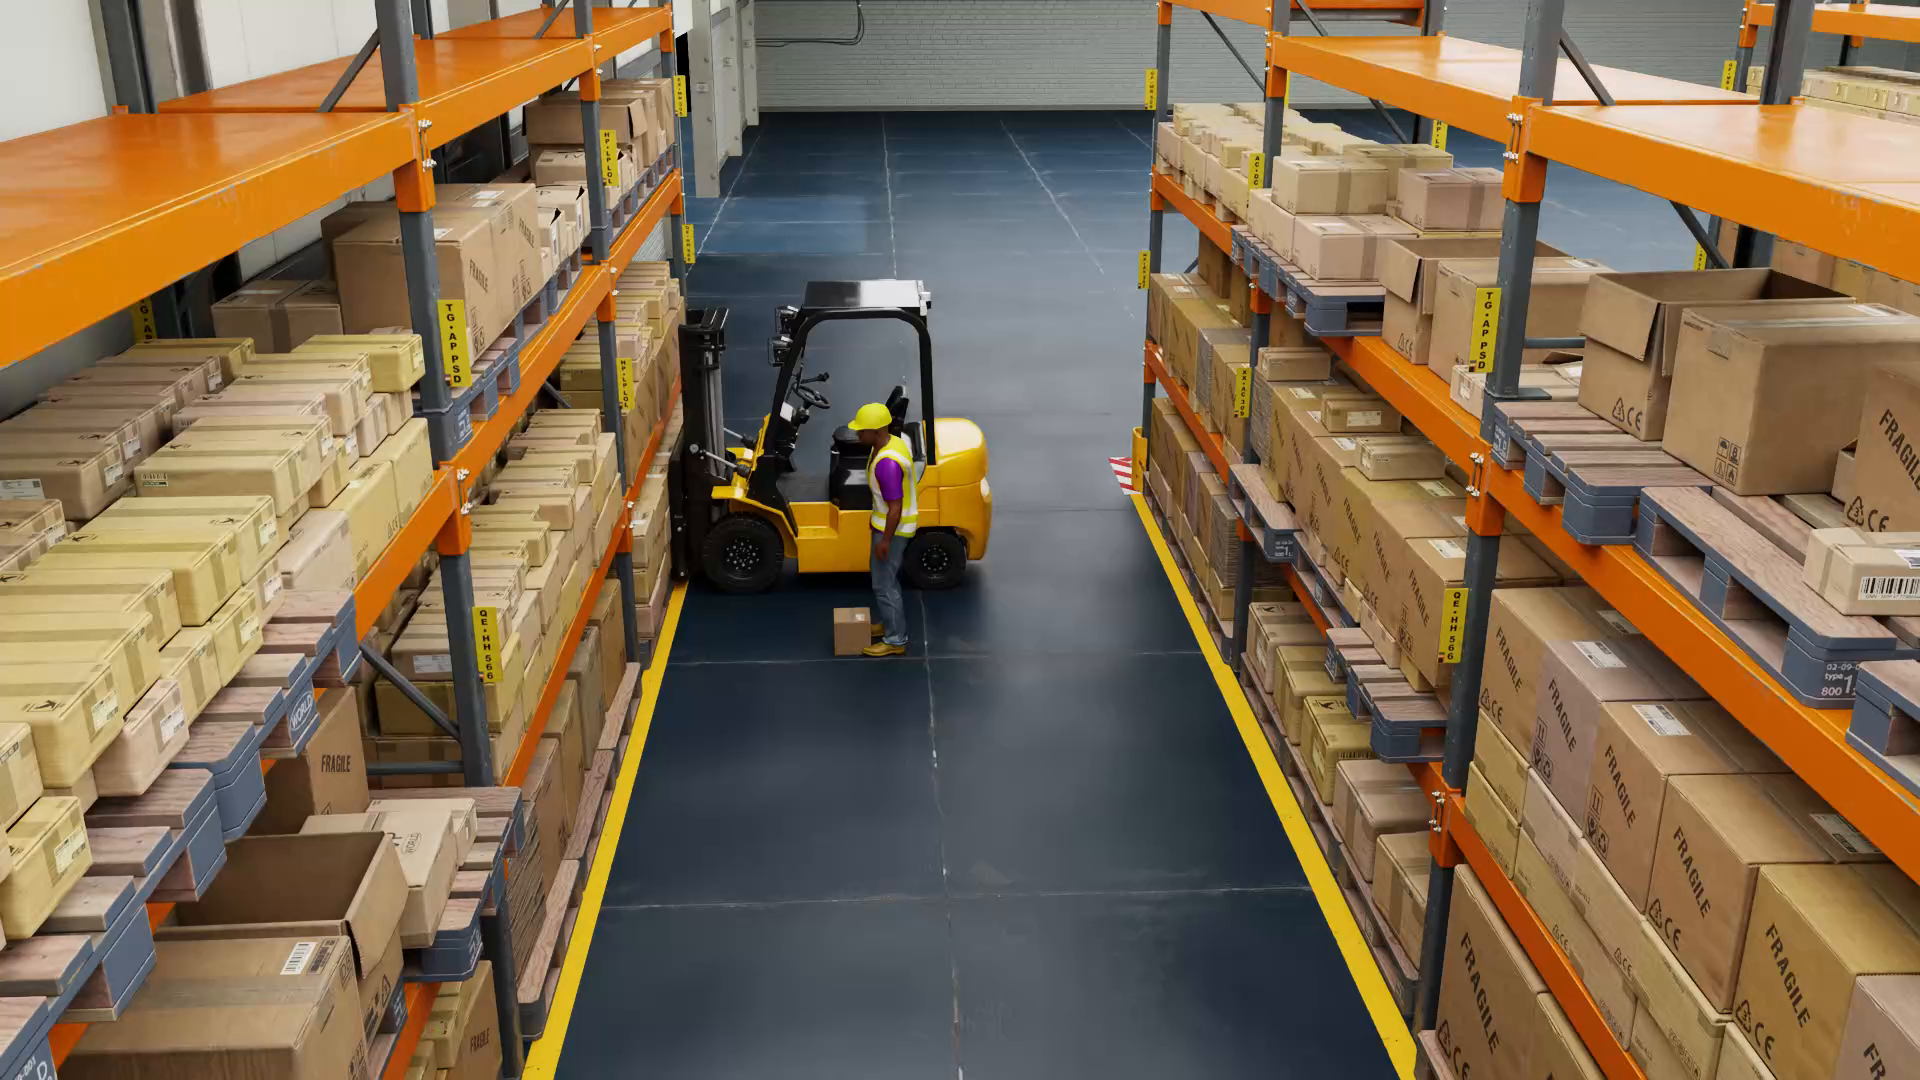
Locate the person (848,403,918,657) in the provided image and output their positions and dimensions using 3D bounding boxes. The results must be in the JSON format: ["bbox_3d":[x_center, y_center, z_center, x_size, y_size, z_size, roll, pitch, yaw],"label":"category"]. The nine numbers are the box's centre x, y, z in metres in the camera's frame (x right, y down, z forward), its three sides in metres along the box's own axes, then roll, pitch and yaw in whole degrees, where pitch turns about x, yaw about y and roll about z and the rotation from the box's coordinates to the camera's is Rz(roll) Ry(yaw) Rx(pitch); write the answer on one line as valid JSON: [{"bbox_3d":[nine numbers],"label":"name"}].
[{"bbox_3d":[-0.514,-0.086,11.282,0.457,1.761,0.629,-2,20,-5],"label":"person"}]
